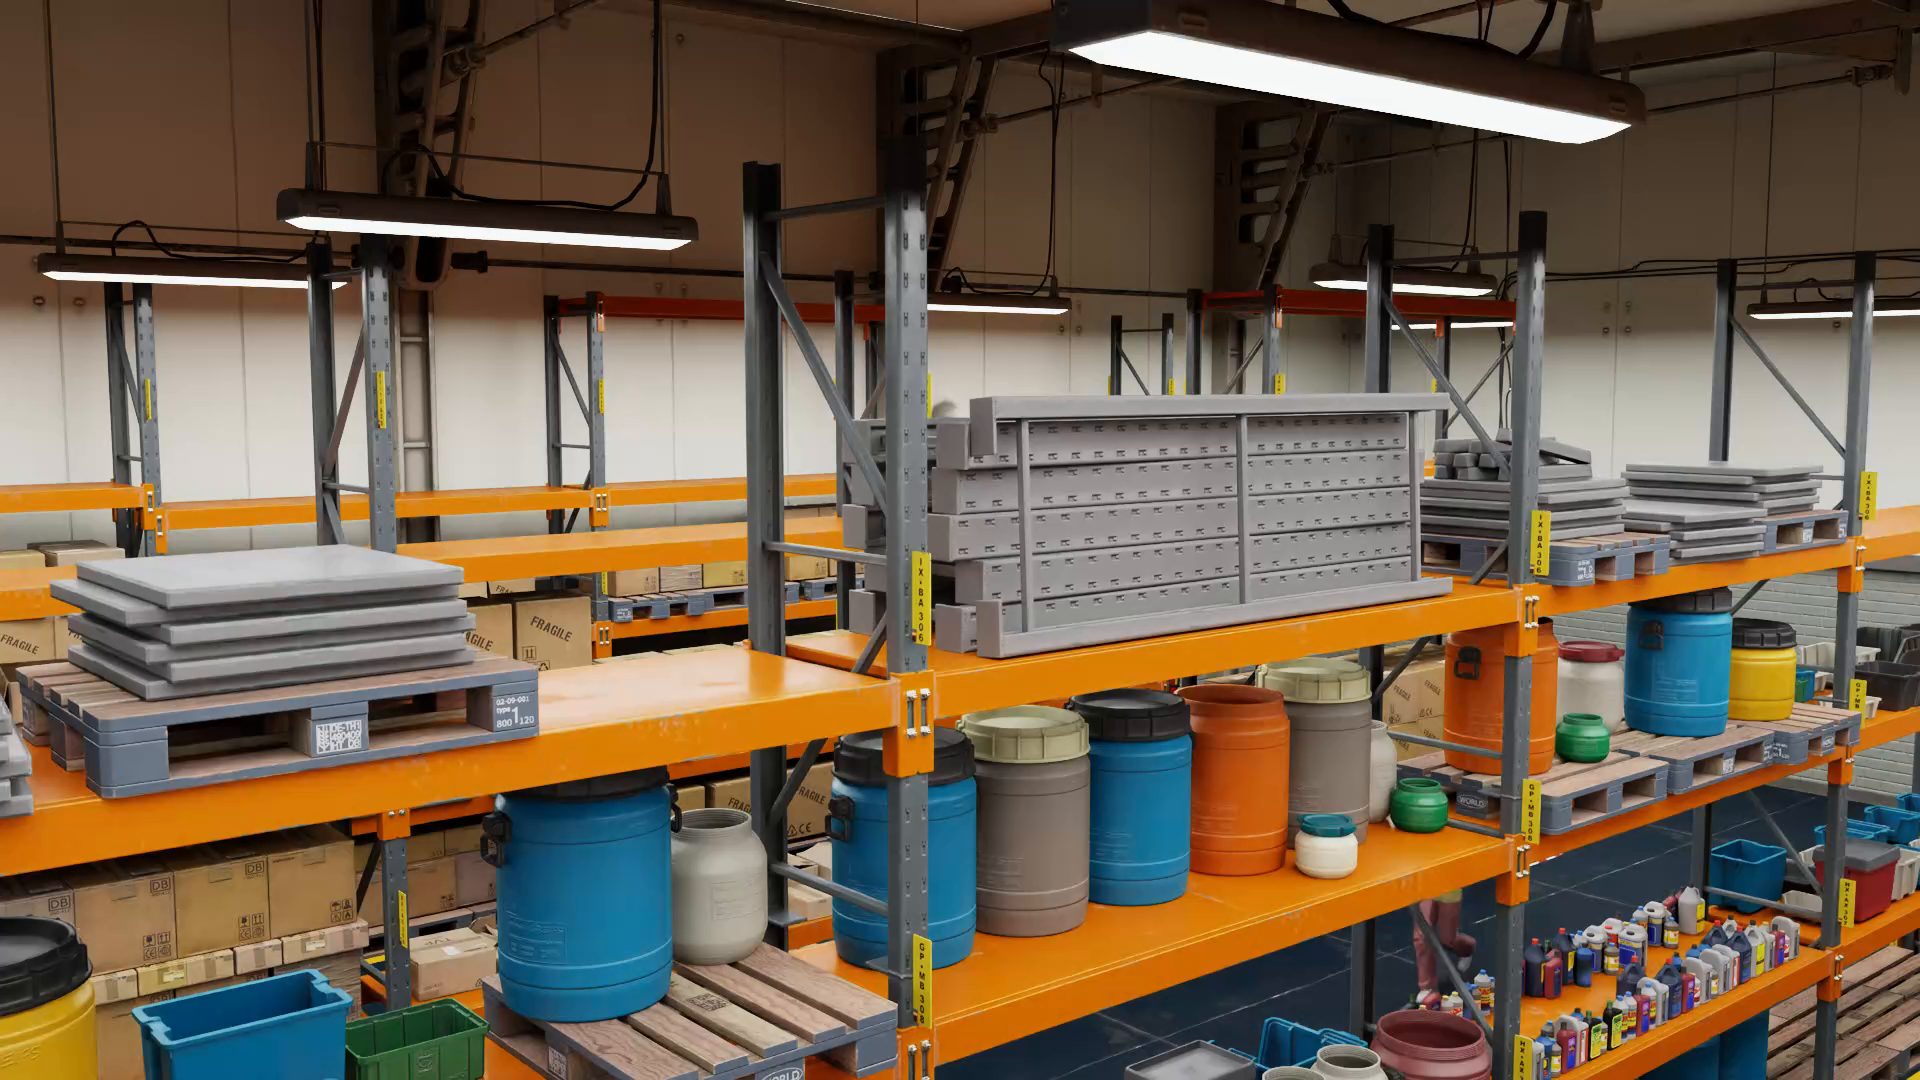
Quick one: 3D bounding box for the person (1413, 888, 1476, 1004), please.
[{"bbox_3d":[4.085,3.004,14.032,0.558,1.654,0.883,5,7,41],"label":"person"}]
